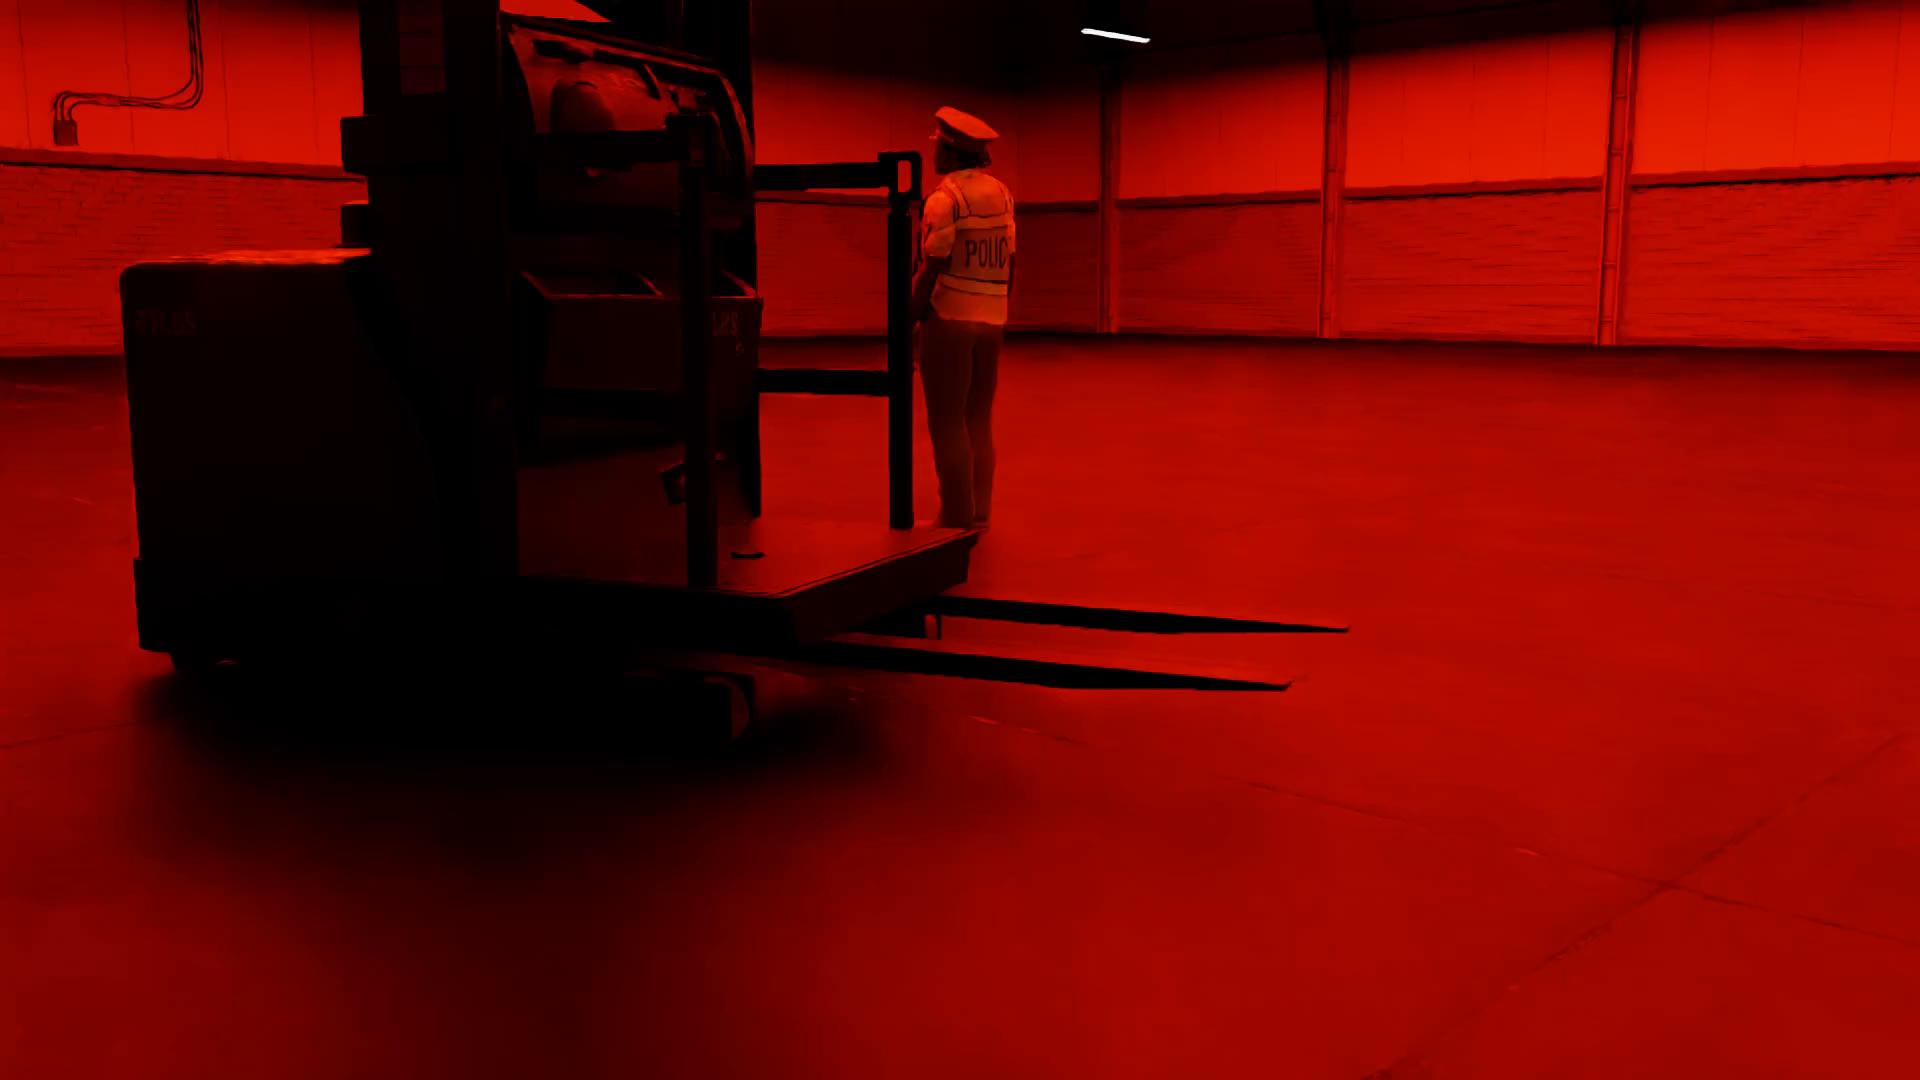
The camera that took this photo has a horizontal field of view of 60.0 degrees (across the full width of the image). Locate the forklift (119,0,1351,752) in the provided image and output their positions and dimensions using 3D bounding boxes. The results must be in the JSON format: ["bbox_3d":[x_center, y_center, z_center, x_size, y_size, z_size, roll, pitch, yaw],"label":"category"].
[{"bbox_3d":[-0.602,-1.076,4.017,3.031,2.935,1.130,4,9,24],"label":"forklift"}]

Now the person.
[{"bbox_3d":[-0.040,-0.855,6.656,0.529,1.695,0.570,8,12,43],"label":"person"}]
